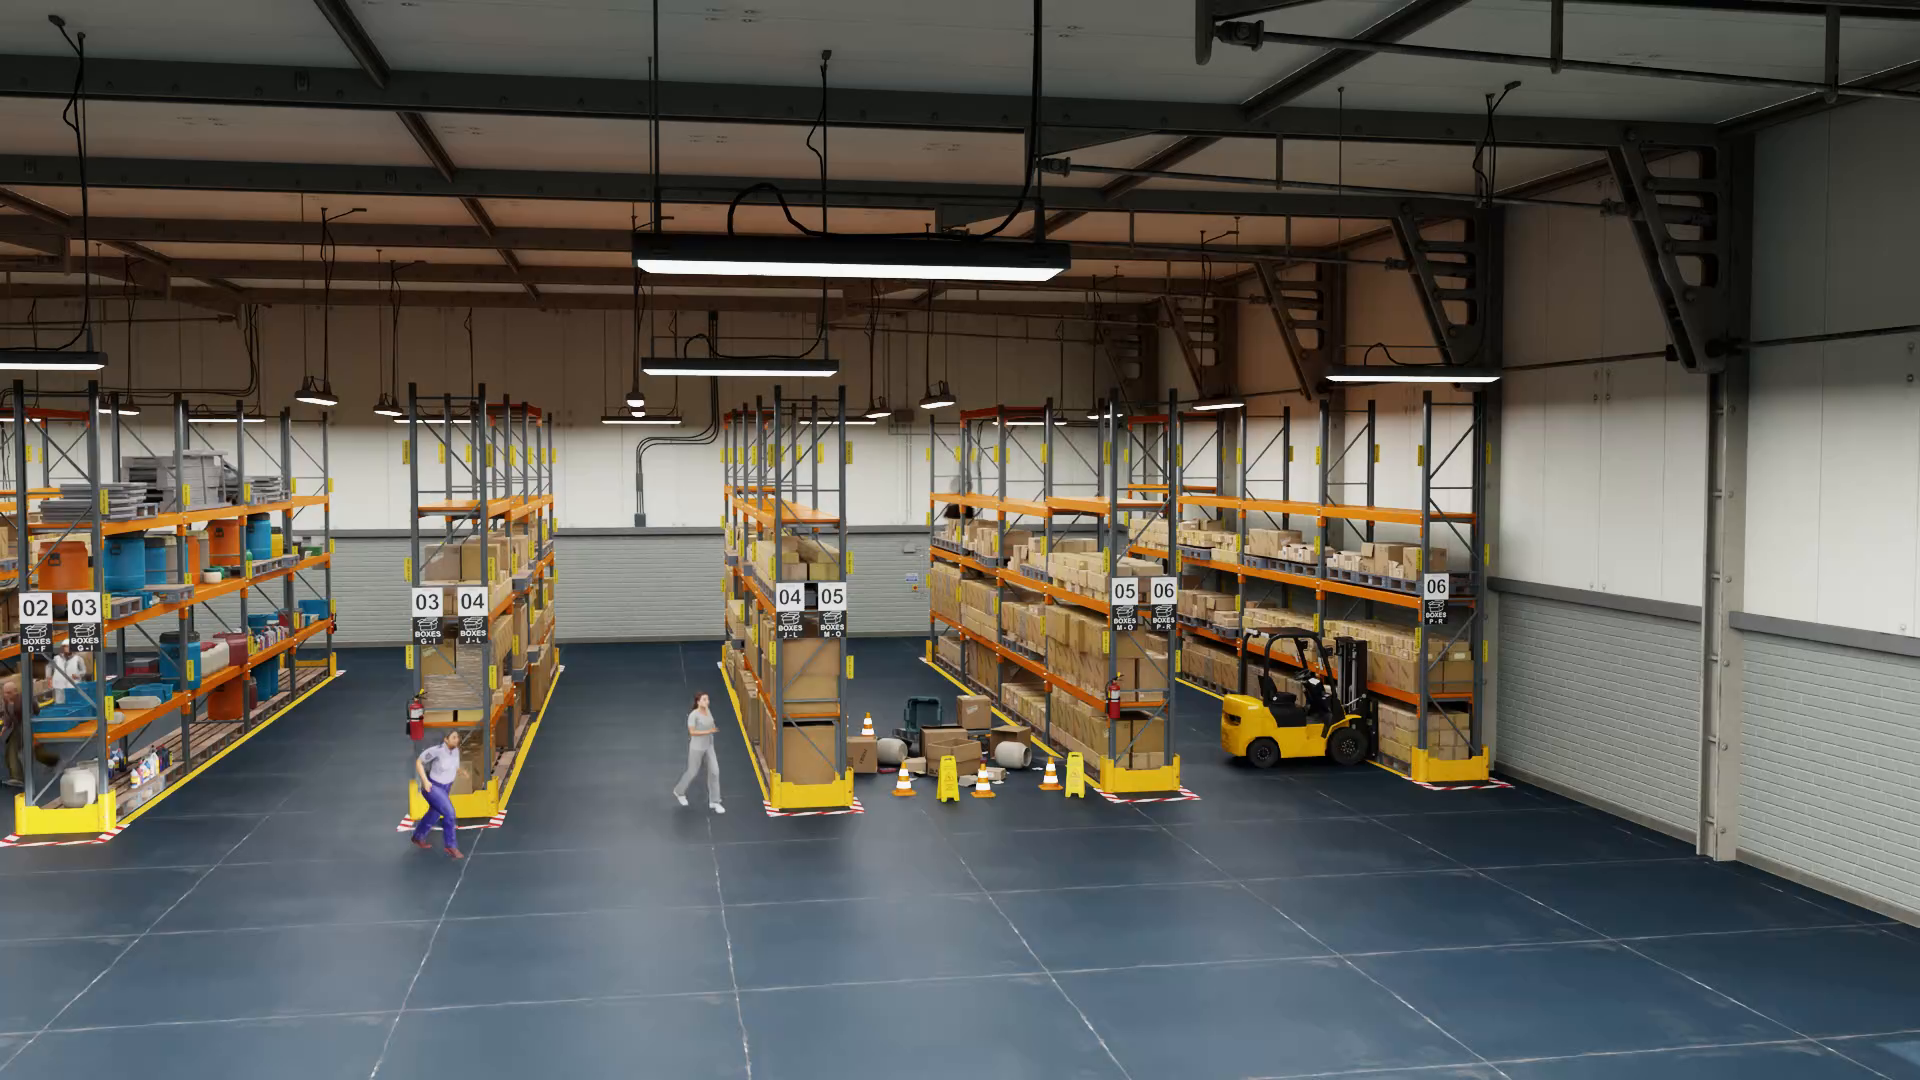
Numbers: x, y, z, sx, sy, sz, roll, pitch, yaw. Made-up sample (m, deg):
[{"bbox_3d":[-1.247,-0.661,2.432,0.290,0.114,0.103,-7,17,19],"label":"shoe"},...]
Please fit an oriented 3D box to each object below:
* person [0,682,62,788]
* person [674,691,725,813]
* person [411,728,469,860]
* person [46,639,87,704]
[{"bbox_3d":[-14.103,2.923,25.312,0.693,1.644,1.106,1,3,15],"label":"person"},{"bbox_3d":[-3.658,2.953,23.376,0.948,1.678,0.552,2,4,38],"label":"person"},{"bbox_3d":[-6.549,3.157,20.799,0.883,1.646,0.599,1,3,20],"label":"person"},{"bbox_3d":[-15.843,2.647,29.484,0.662,1.796,0.737,-1,3,-25],"label":"person"}]
